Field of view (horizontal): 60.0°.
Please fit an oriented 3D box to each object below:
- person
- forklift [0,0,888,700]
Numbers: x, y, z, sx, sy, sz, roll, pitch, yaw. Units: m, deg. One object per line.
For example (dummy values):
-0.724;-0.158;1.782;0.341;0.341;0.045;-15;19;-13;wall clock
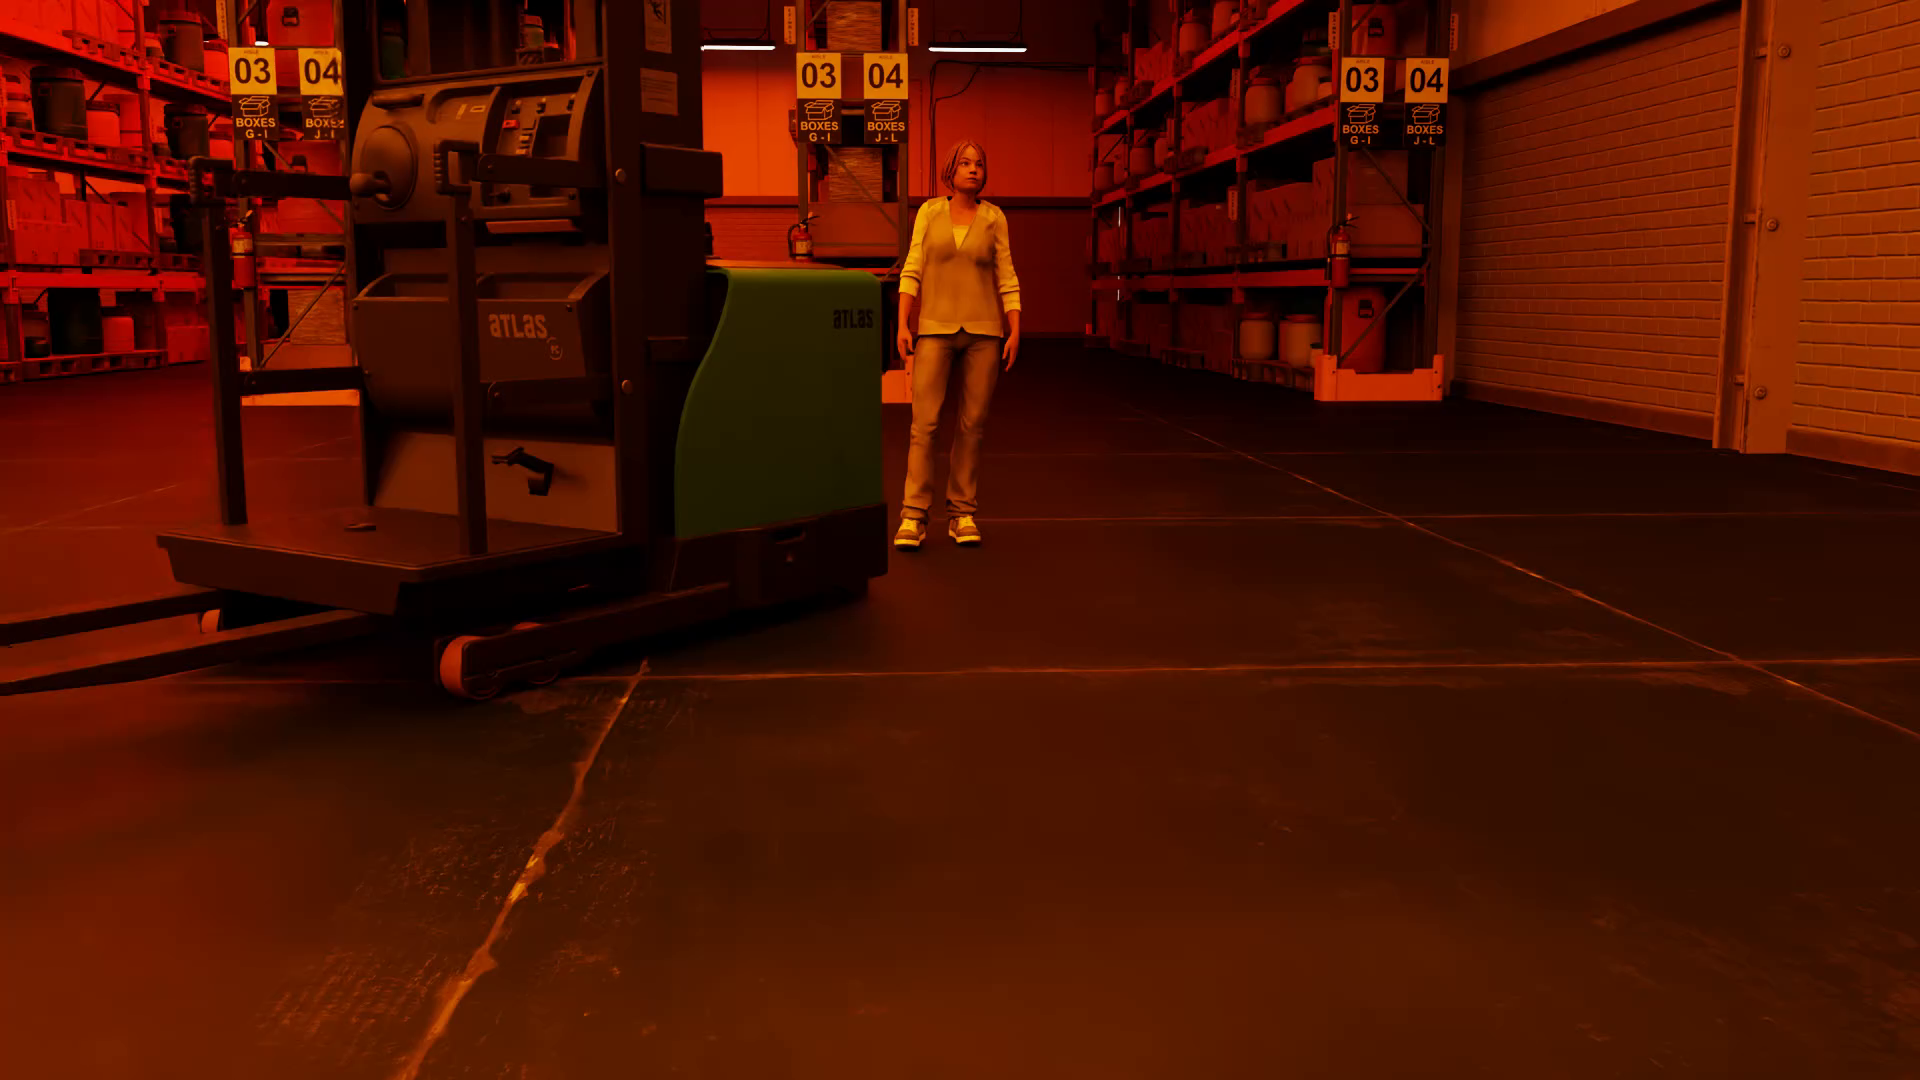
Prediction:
-0.009;-0.786;6.617;0.521;1.599;0.473;-1;8;-4;person
-1.470;-1.130;4.438;1.130;2.935;3.031;5;10;33;forklift
